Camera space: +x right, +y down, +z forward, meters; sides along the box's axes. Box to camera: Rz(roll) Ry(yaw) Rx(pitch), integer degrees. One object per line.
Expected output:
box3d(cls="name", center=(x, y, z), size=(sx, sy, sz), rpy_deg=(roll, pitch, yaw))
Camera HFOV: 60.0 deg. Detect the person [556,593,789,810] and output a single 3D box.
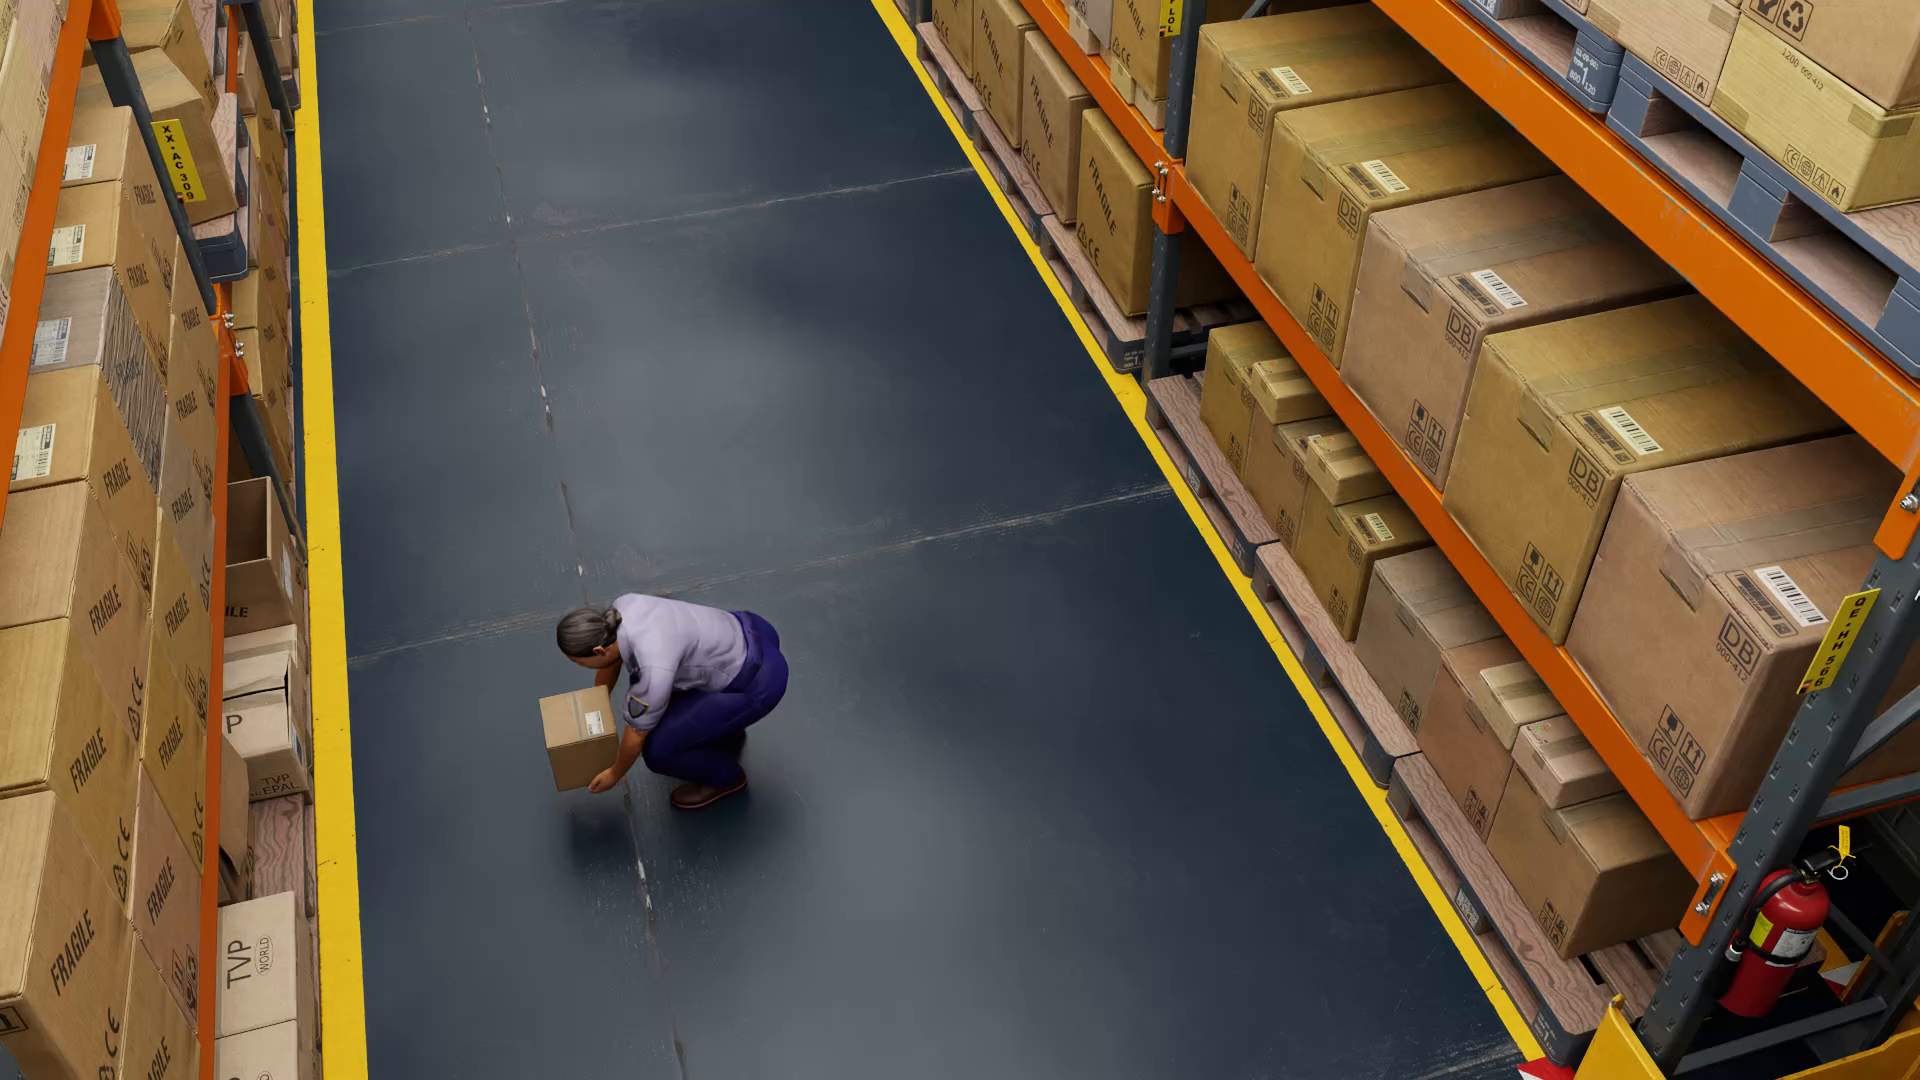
box3d(cls="person", center=(-1.030, 0.544, 6.076), size=(0.810, 0.983, 0.529), rpy_deg=(-12, 44, -13))
